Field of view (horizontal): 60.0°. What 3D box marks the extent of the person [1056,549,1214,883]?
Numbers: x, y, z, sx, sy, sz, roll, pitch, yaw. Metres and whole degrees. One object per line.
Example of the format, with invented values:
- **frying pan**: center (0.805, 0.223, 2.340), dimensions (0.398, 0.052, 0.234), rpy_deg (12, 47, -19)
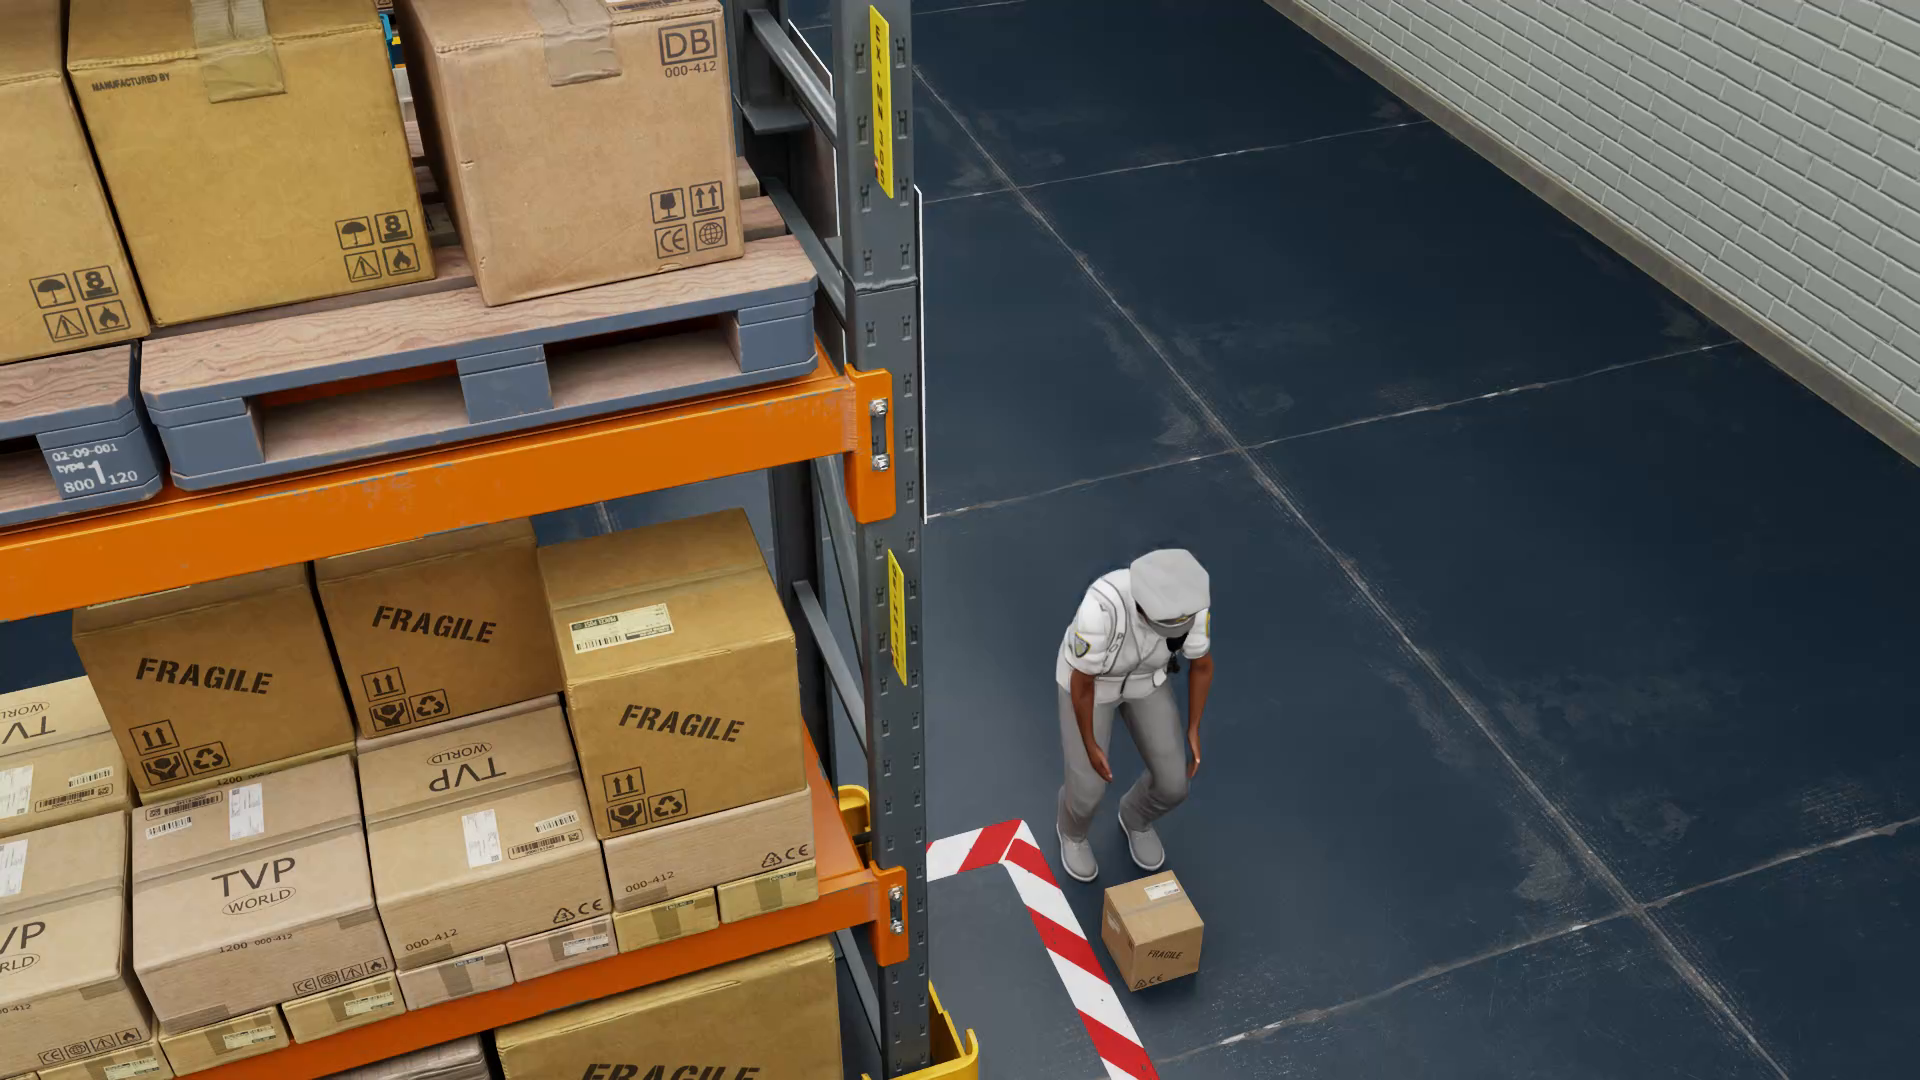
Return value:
- **person**: center (0.586, 0.563, 5.584), dimensions (0.490, 1.487, 0.628), rpy_deg (-8, 39, -10)
